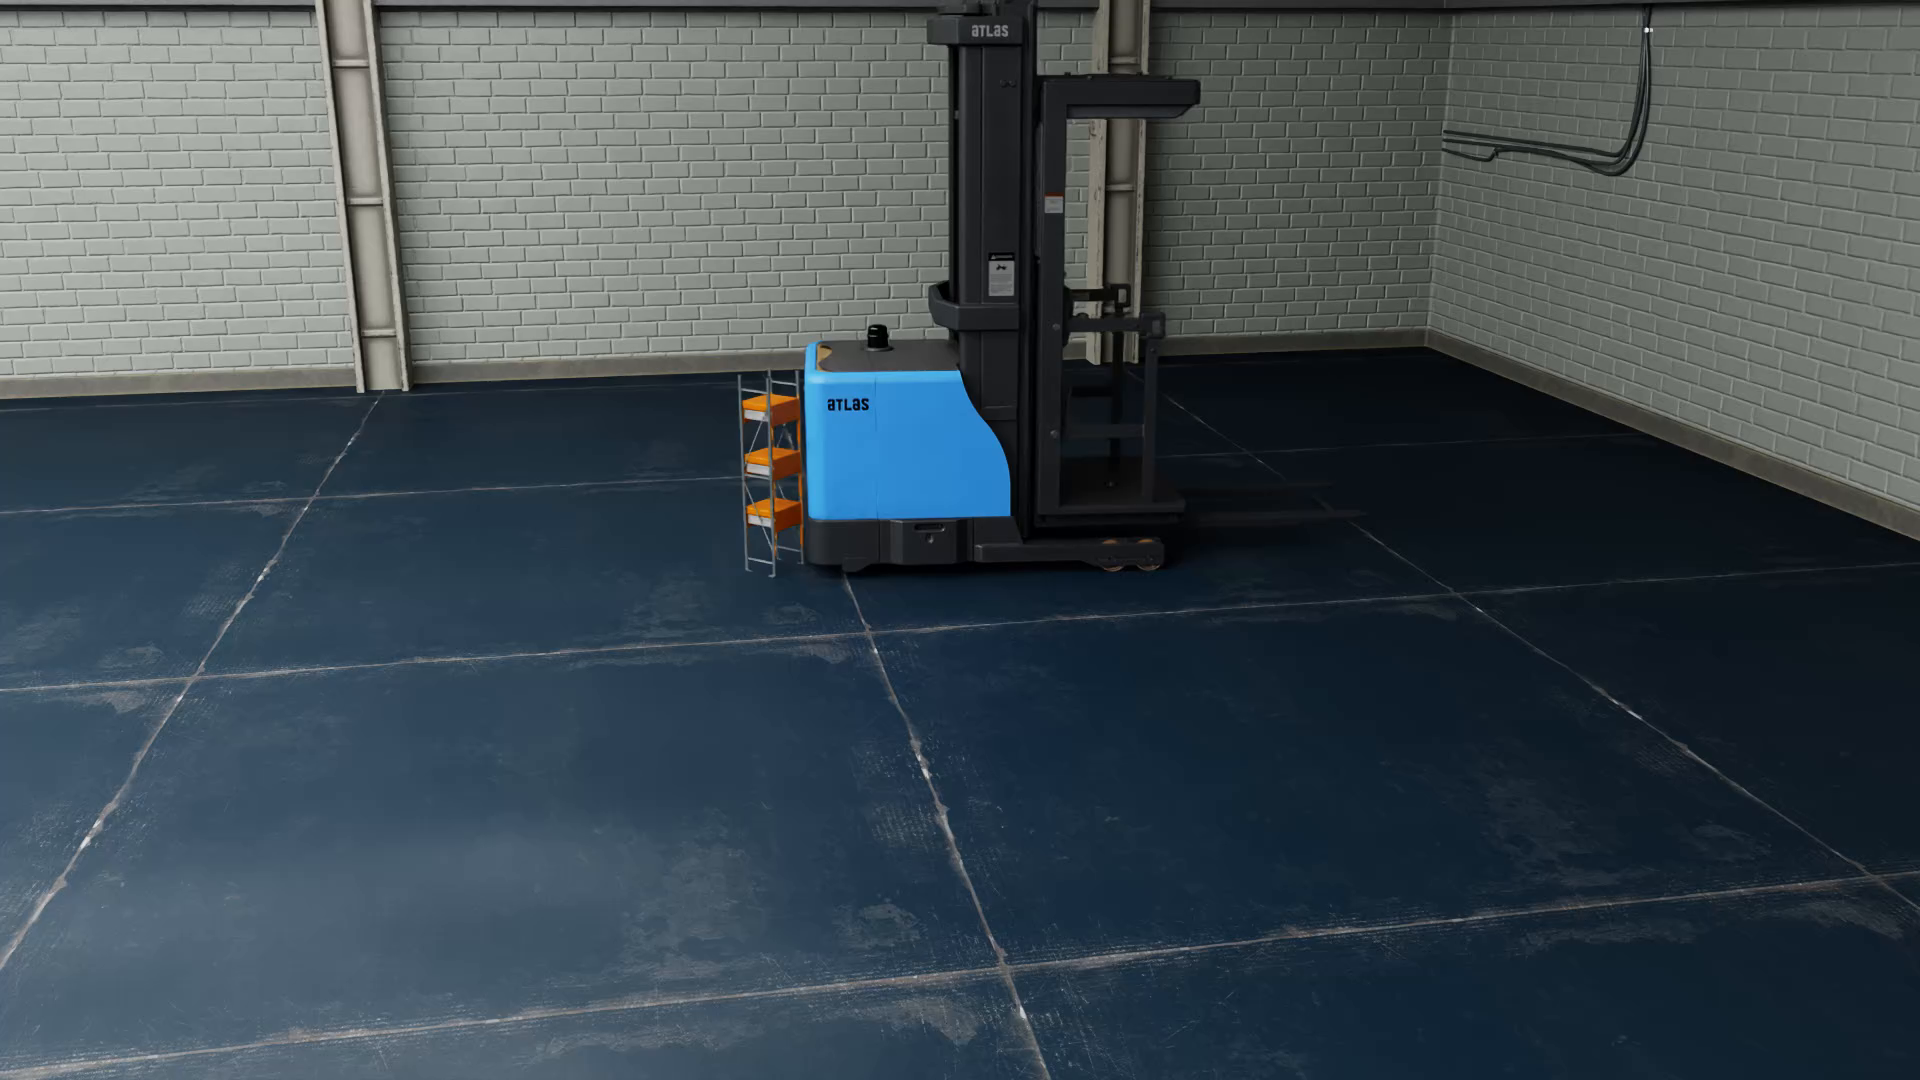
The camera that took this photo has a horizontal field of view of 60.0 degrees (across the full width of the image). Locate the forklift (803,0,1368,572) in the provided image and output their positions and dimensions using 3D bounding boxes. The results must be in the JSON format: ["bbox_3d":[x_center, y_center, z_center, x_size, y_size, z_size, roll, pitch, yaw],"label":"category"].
[{"bbox_3d":[0.675,-1.387,8.837,3.031,2.935,1.130,-1,17,-4],"label":"forklift"}]

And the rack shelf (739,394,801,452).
[{"bbox_3d":[-0.982,-0.616,8.600,0.215,0.259,0.240,10,20,30],"label":"rack shelf"}]

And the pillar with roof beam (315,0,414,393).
[{"bbox_3d":[-3.763,-4.276,7.906,0.400,9.000,9.100,-3,17,-10],"label":"pillar with roof beam"}]

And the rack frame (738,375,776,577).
[{"bbox_3d":[-1.046,-0.325,8.581,0.200,1.050,0.008,10,20,30],"label":"rack frame"}]

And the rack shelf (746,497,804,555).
[{"bbox_3d":[-0.982,-0.079,8.765,0.215,0.259,0.240,10,20,30],"label":"rack shelf"}]

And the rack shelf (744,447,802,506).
[{"bbox_3d":[-0.982,-0.345,8.683,0.215,0.259,0.240,10,20,30],"label":"rack shelf"}]

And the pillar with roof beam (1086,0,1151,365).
[{"bbox_3d":[2.128,-4.610,8.994,0.400,9.000,9.100,-3,17,-10],"label":"pillar with roof beam"}]

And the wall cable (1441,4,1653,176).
[{"bbox_3d":[4.455,-4.149,12.783,0.112,2.526,3.097,-3,17,-10],"label":"wall cable"}]

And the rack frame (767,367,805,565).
[{"bbox_3d":[-0.918,-0.386,8.779,0.200,1.050,0.008,10,20,30],"label":"rack frame"}]

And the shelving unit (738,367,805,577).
[{"bbox_3d":[-0.982,-0.355,8.680,0.215,1.050,0.252,10,20,30],"label":"shelving unit"}]
